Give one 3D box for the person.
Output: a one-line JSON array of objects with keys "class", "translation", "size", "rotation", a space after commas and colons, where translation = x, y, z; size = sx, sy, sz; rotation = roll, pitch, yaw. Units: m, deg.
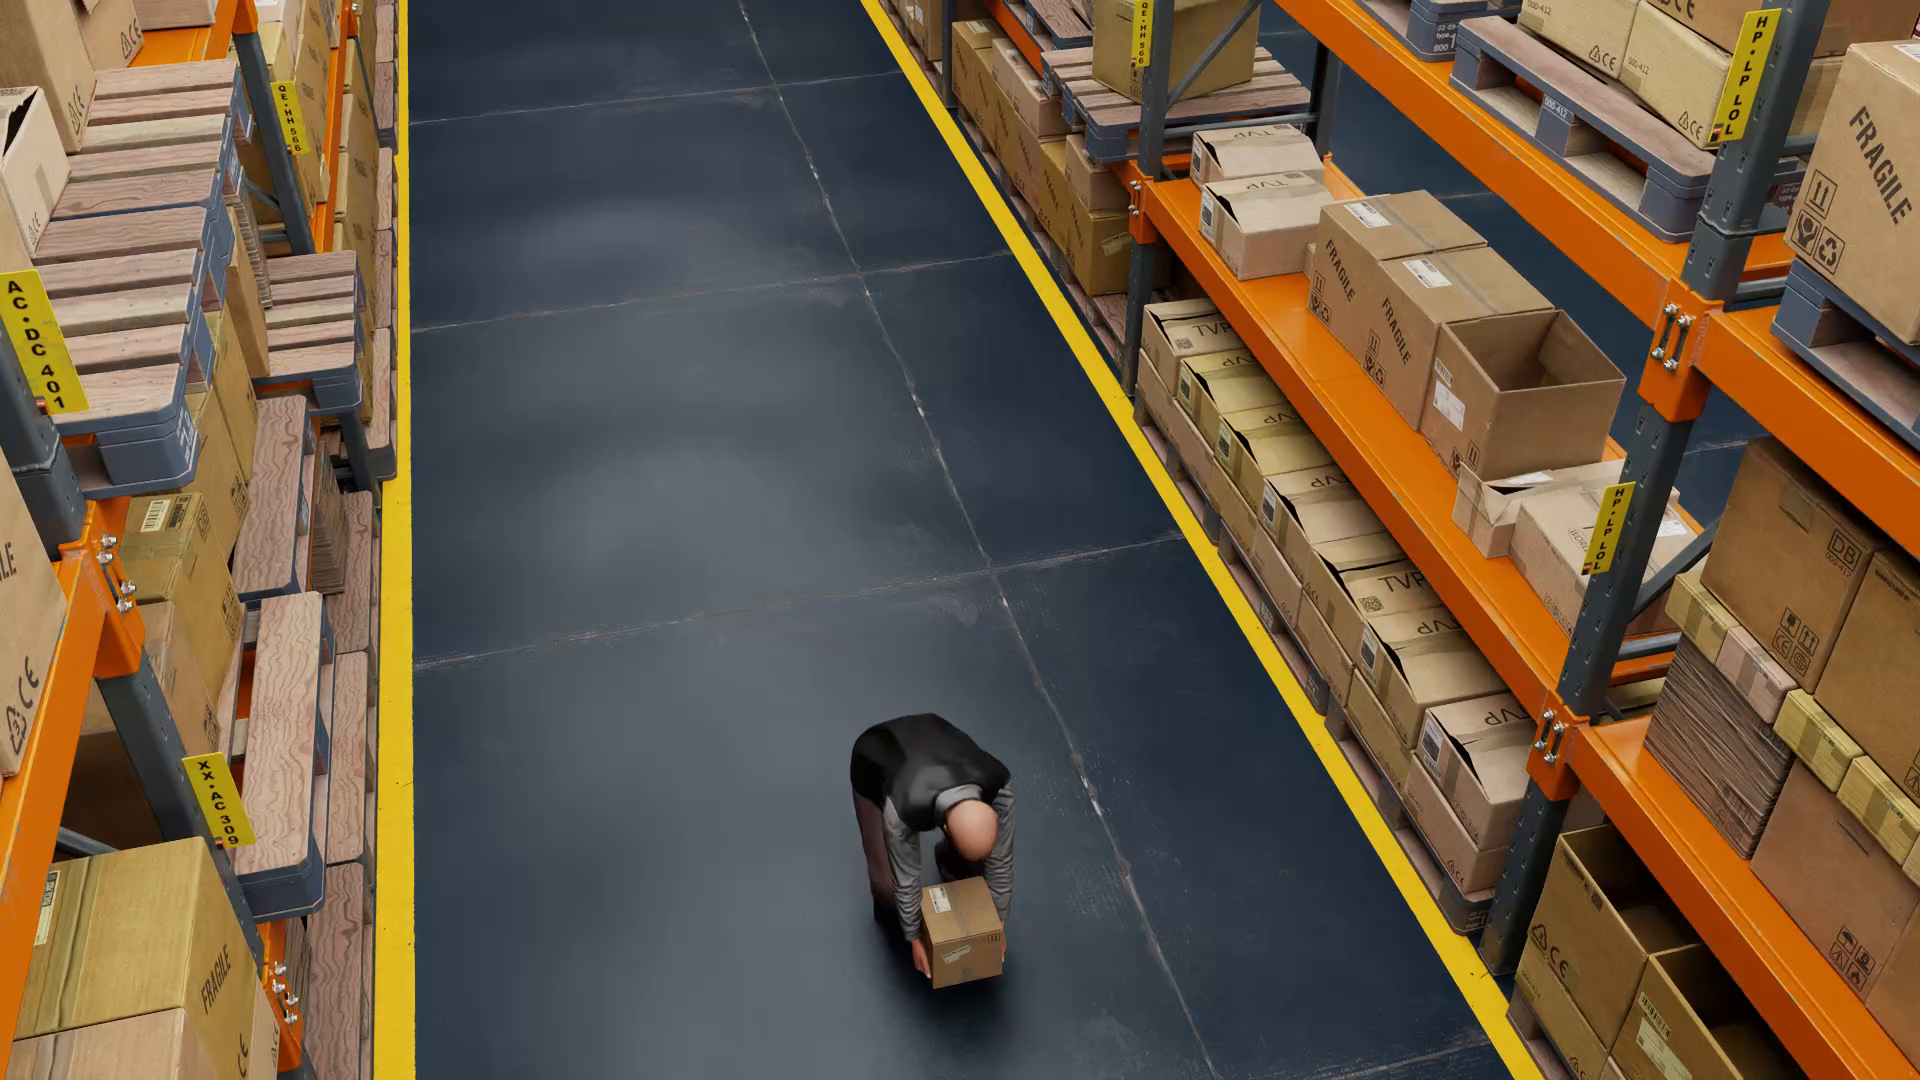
[{"class": "person", "translation": [-0.095, 1.065, 5.996], "size": [0.513, 0.958, 0.887], "rotation": [-10, 39, -13]}]
